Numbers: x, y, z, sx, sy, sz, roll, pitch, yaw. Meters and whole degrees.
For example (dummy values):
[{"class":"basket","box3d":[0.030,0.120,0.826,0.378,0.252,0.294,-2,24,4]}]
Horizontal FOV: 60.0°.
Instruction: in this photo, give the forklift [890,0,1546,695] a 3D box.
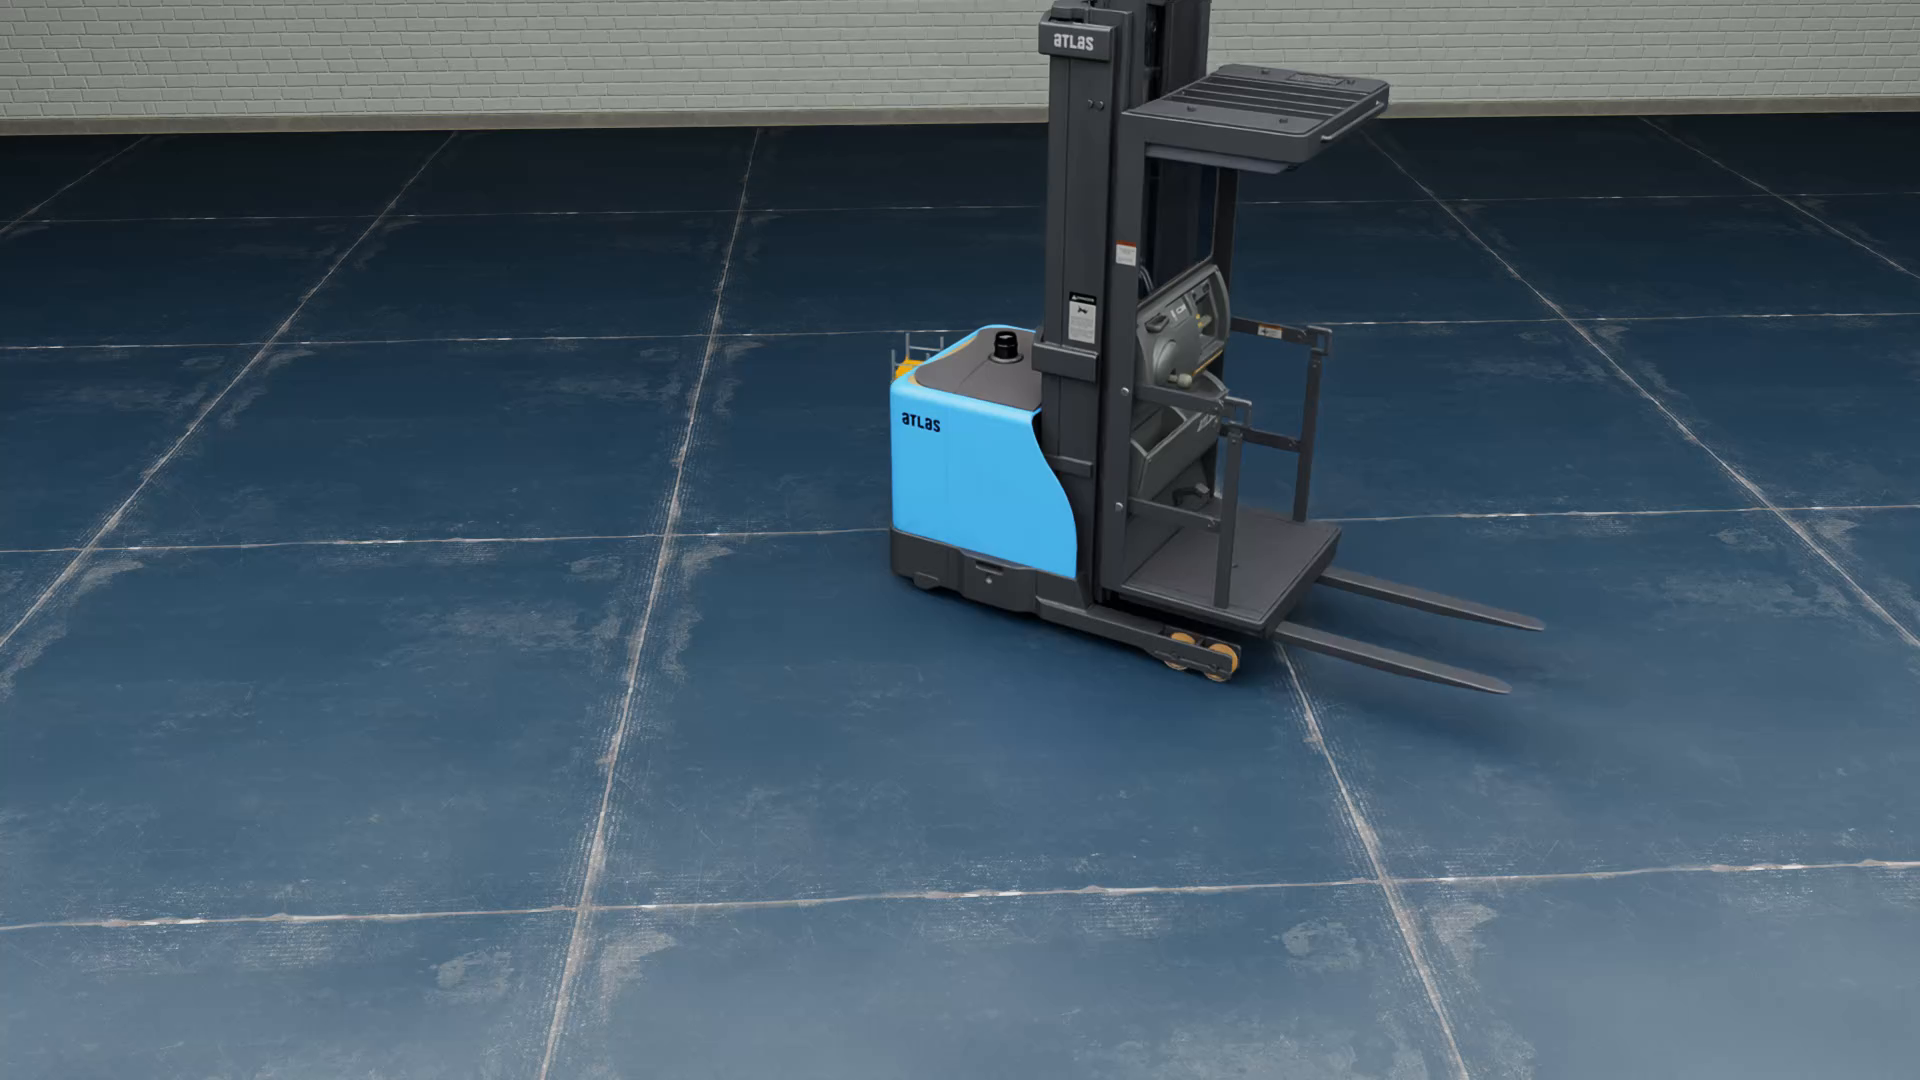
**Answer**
[{"class":"forklift","box3d":[1.184,-0.941,7.385,3.031,2.935,1.130,15,31,27]}]

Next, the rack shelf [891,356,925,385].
[{"class":"rack shelf","box3d":[-0.213,-0.768,8.496,0.215,0.259,0.240,7,28,14]}]

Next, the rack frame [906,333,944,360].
[{"class":"rack frame","box3d":[-0.180,-0.580,8.727,0.200,1.050,0.008,7,28,14]}]

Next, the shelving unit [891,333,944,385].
[{"class":"shelving unit","box3d":[-0.213,-0.526,8.622,0.215,1.050,0.252,7,28,14]}]

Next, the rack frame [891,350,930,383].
[{"class":"rack frame","box3d":[-0.246,-0.471,8.518,0.200,1.050,0.008,7,28,14]}]
